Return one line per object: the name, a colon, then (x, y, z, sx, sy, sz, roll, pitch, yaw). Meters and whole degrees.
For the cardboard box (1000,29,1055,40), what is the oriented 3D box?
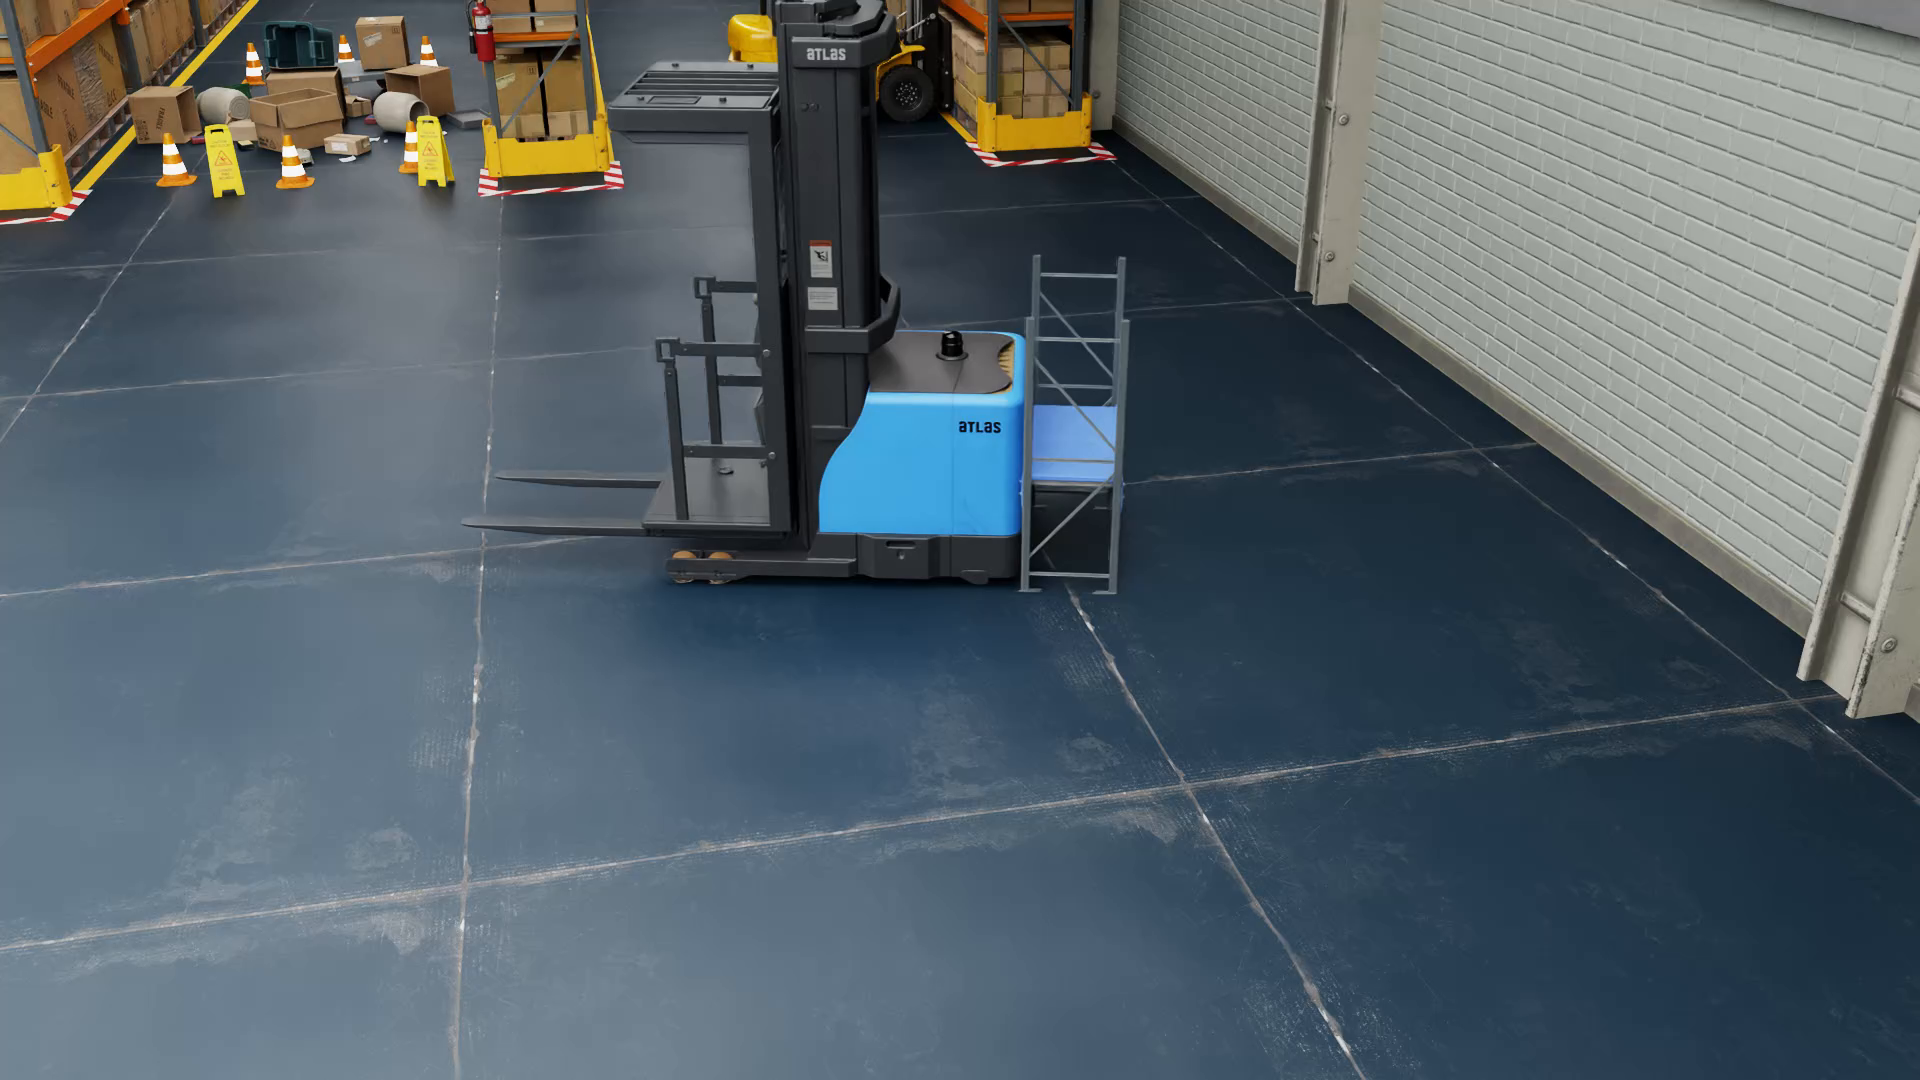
cardboard box: (0.733, -5.348, 17.992, 0.500, 0.250, 0.500, -6, 27, -12)

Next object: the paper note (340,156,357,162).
paper note: (-6.215, -3.874, 16.891, 0.148, 0.019, 0.142, -16, 31, -29)

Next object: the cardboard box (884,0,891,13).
cardboard box: (-0.596, -7.275, 22.503, 0.875, 0.625, 0.625, -7, 28, -14)

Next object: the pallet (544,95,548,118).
pallet: (-4.500, -4.670, 18.268, 1.003, 0.211, 1.213, -6, 27, -12)

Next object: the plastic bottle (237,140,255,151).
plastic bottle: (-7.462, -4.122, 17.349, 0.133, 0.061, 0.283, -16, 31, -29)

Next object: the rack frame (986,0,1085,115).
rack frame: (0.773, -5.492, 16.802, 1.000, 3.000, 0.127, -6, 27, -12)

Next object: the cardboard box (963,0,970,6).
cardboard box: (0.298, -5.955, 17.608, 0.500, 0.500, 0.500, -5, 27, -10)

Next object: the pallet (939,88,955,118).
pallet: (0.288, -5.113, 19.146, 1.003, 0.211, 1.213, -6, 27, -12)

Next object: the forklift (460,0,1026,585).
forklift: (-1.156, -1.312, 8.597, 3.031, 2.935, 1.130, 1, 27, 3)

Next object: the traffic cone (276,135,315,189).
traffic cone: (-6.421, -3.650, 15.968, 0.336, 0.463, 0.334, -6, 27, -12)

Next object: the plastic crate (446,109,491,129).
plastic crate: (-5.409, -4.667, 18.407, 0.402, 0.080, 0.583, -16, 31, -29)

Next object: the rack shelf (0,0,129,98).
rack shelf: (-9.313, -4.996, 16.618, 1.077, 0.370, 4.000, -6, 27, -12)

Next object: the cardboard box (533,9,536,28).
cardboard box: (-4.008, -5.154, 16.411, 0.380, 0.149, 0.250, -6, 27, -11)

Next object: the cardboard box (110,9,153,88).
cardboard box: (-9.991, -5.642, 19.130, 1.050, 0.750, 0.750, -6, 27, -12)

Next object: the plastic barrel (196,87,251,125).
plastic barrel: (-8.014, -4.703, 18.098, 0.512, 0.421, 0.421, 13, 30, 24)

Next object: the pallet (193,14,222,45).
pallet: (-10.840, -7.050, 22.983, 1.003, 0.211, 1.213, -6, 27, -12)

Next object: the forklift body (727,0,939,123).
forklift body: (-1.432, -5.760, 18.276, 2.313, 2.155, 1.214, -6, 27, -12)

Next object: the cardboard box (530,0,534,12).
cardboard box: (-4.565, -5.468, 17.034, 0.380, 0.149, 0.250, -6, 27, -11)

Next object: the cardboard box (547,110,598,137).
cardboard box: (-3.975, -4.329, 17.083, 0.500, 0.250, 0.500, -6, 27, -12)

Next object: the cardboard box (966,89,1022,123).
cardboard box: (0.359, -4.626, 17.672, 0.500, 0.250, 0.500, -6, 27, -11)

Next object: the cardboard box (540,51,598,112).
cardboard box: (-3.981, -4.674, 16.934, 0.500, 0.500, 0.500, -7, 28, -13)

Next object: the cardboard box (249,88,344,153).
cardboard box: (-6.925, -4.386, 17.381, 0.637, 0.503, 0.797, 19, 32, 32)

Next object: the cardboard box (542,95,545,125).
cardboard box: (-4.616, -4.502, 17.426, 0.500, 0.250, 0.500, -6, 27, -11)

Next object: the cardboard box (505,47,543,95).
cardboard box: (-4.618, -4.835, 17.254, 0.500, 0.500, 0.500, -5, 27, -10)

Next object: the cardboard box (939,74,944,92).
cardboard box: (0.013, -5.292, 18.991, 0.500, 0.250, 0.500, -5, 27, -10)

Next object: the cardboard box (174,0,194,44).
cardboard box: (-10.616, -6.858, 21.539, 1.050, 0.750, 0.750, -6, 27, -12)

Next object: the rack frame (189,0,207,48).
rack frame: (-10.665, -7.951, 21.675, 1.000, 3.000, 0.127, -6, 27, -12)

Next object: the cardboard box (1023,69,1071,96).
cardboard box: (0.869, -4.903, 17.665, 0.500, 0.250, 0.500, -5, 27, -11)

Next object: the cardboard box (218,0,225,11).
cardboard box: (-10.813, -7.805, 23.692, 0.500, 0.500, 0.500, -7, 28, -13)

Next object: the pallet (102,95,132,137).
pallet: (-9.669, -4.609, 18.147, 1.003, 0.211, 1.213, -6, 27, -12)

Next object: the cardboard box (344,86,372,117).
cardboard box: (-6.871, -4.946, 18.755, 0.396, 0.266, 0.258, 19, 32, 32)

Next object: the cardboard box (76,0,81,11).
cardboard box: (-9.516, -5.614, 16.876, 0.875, 0.550, 0.550, -6, 27, -12)

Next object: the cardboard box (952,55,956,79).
cardboard box: (0.119, -5.303, 18.458, 0.500, 0.250, 0.500, -7, 28, -13)

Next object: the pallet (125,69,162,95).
pallet: (-10.011, -5.282, 19.480, 1.003, 0.211, 1.213, -6, 27, -12)

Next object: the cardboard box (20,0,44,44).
cardboard box: (-9.135, -4.904, 15.470, 0.875, 0.550, 0.550, -6, 27, -12)

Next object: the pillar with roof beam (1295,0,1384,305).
pillar with roof beam: (-1.348, -5.496, 10.153, 9.100, 9.000, 0.400, -6, 27, -12)

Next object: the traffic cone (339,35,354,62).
traffic cone: (-7.647, -6.038, 20.699, 0.336, 0.463, 0.334, -6, 27, -12)

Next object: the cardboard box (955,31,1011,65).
cardboard box: (0.244, -5.293, 17.883, 0.500, 0.250, 0.500, -5, 27, -11)

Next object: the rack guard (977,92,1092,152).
rack guard: (0.778, -4.366, 17.345, 1.175, 0.500, 0.348, -6, 27, -12)

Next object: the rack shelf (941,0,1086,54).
rack shelf: (0.322, -6.049, 18.704, 1.077, 0.370, 4.000, -6, 27, -12)

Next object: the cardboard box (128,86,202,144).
cardboard box: (-8.414, -4.503, 17.615, 0.500, 0.500, 0.500, -1, 27, -3)

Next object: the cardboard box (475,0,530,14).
cardboard box: (-4.453, -5.374, 16.128, 0.500, 0.500, 0.500, -6, 27, -13)

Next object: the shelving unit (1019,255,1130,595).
shelving unit: (0.605, -0.624, 8.822, 0.538, 1.500, 1.048, 2, 27, 4)

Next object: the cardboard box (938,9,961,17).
cardboard box: (-0.097, -5.968, 19.220, 0.500, 0.250, 0.500, -5, 27, -10)

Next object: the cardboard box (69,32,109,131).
cardboard box: (-9.483, -4.756, 17.236, 0.875, 0.875, 0.875, -6, 27, -11)

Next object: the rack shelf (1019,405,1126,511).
rack shelf: (0.605, -0.464, 8.903, 0.538, 0.185, 1.000, 2, 27, 4)
